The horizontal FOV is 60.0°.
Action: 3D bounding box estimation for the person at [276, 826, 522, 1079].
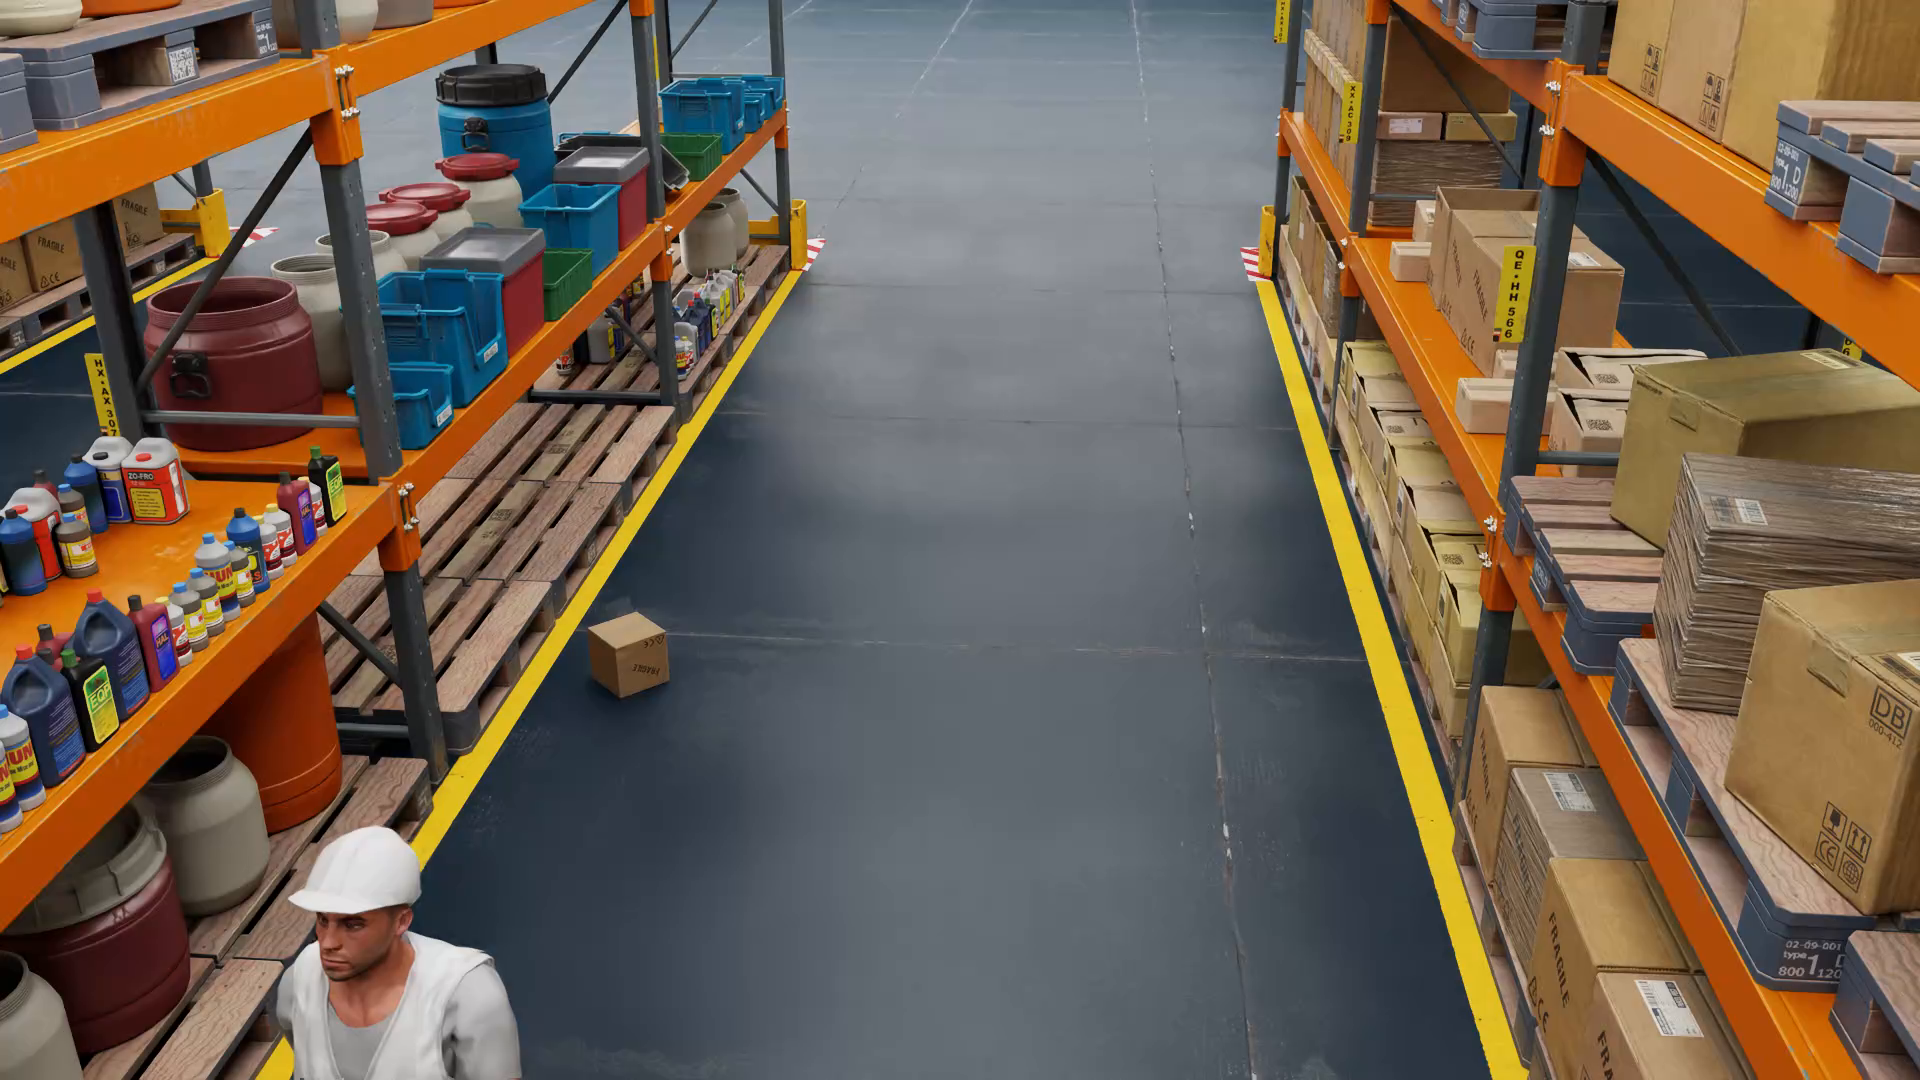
[{"bbox_3d":[-1.154,1.398,3.487,0.522,1.741,1.058,1,24,3],"label":"person"}]
